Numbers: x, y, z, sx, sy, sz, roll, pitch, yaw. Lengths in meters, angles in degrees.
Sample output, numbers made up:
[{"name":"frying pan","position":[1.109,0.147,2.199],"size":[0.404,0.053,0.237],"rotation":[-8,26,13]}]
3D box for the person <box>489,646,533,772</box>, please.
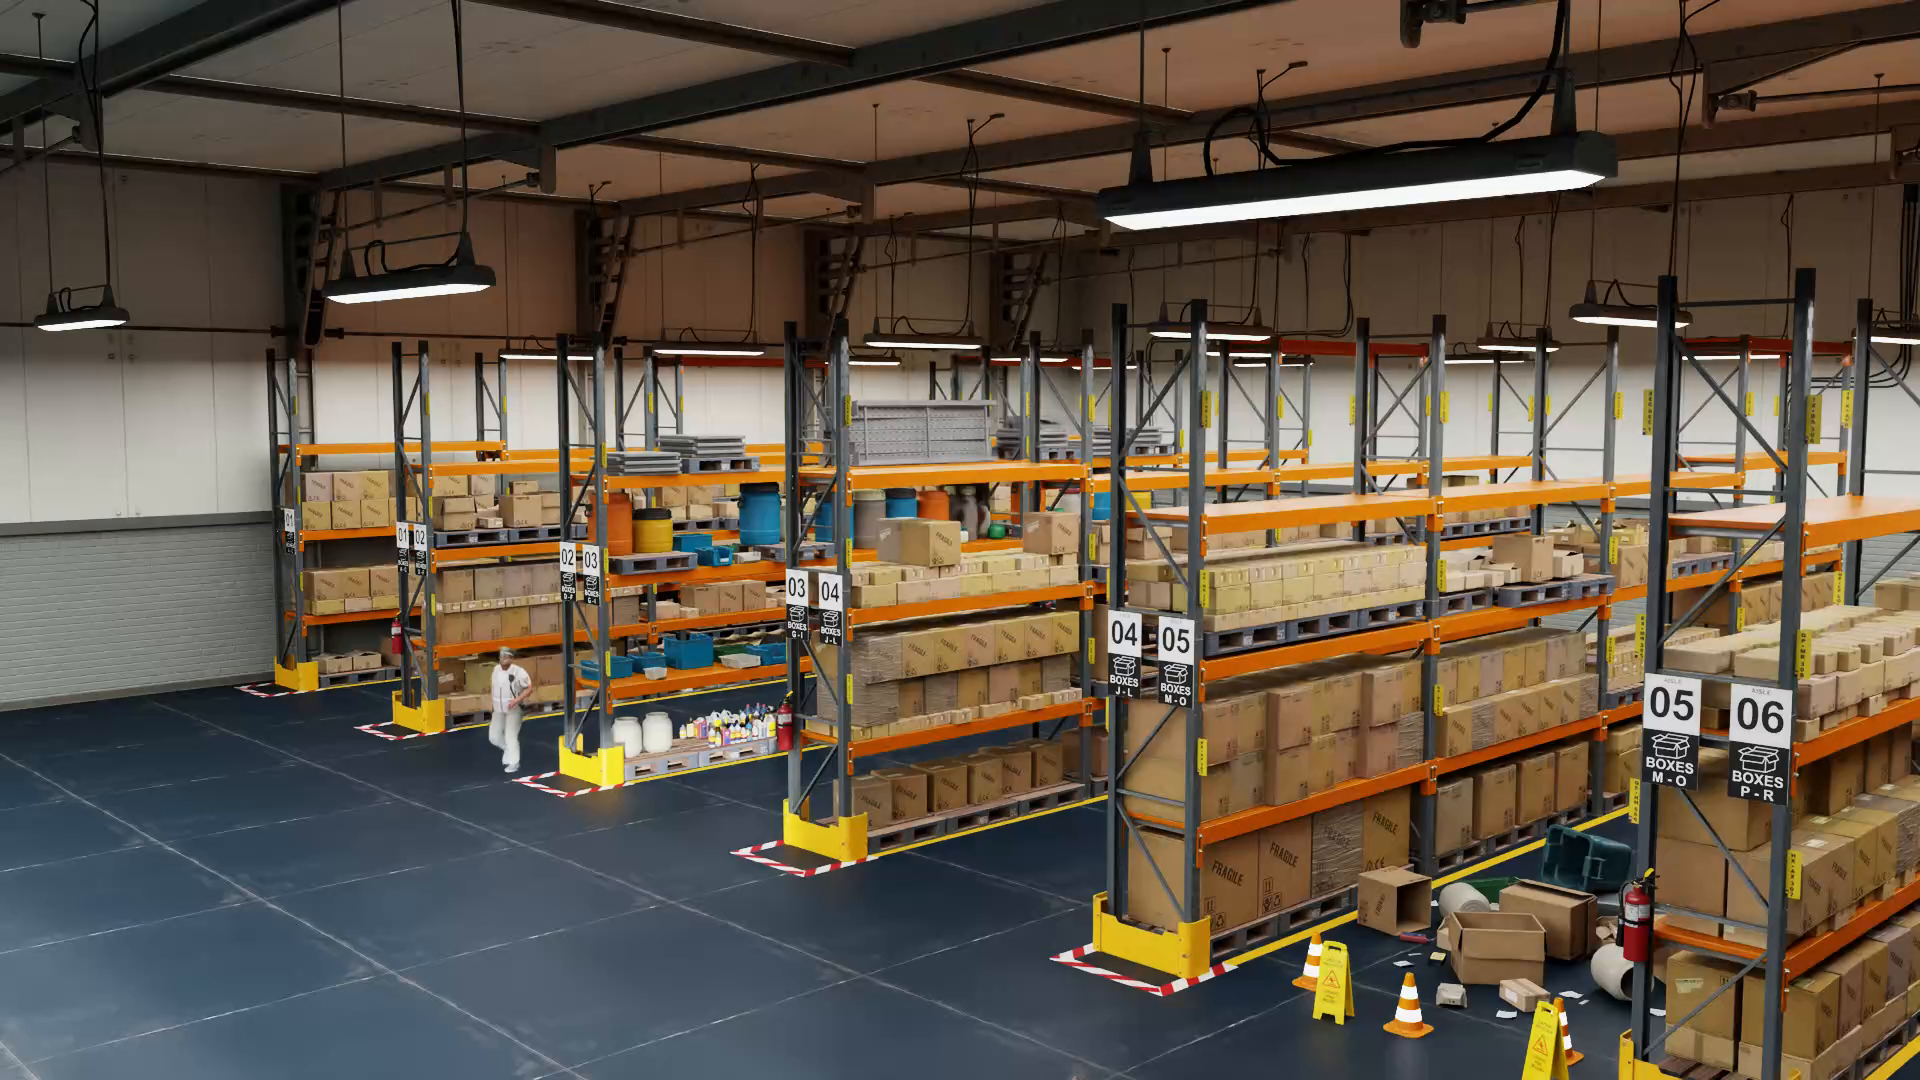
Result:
[{"name":"person","position":[-6.214,2.319,22.911],"size":[0.680,1.746,0.604],"rotation":[1,5,14]}]
